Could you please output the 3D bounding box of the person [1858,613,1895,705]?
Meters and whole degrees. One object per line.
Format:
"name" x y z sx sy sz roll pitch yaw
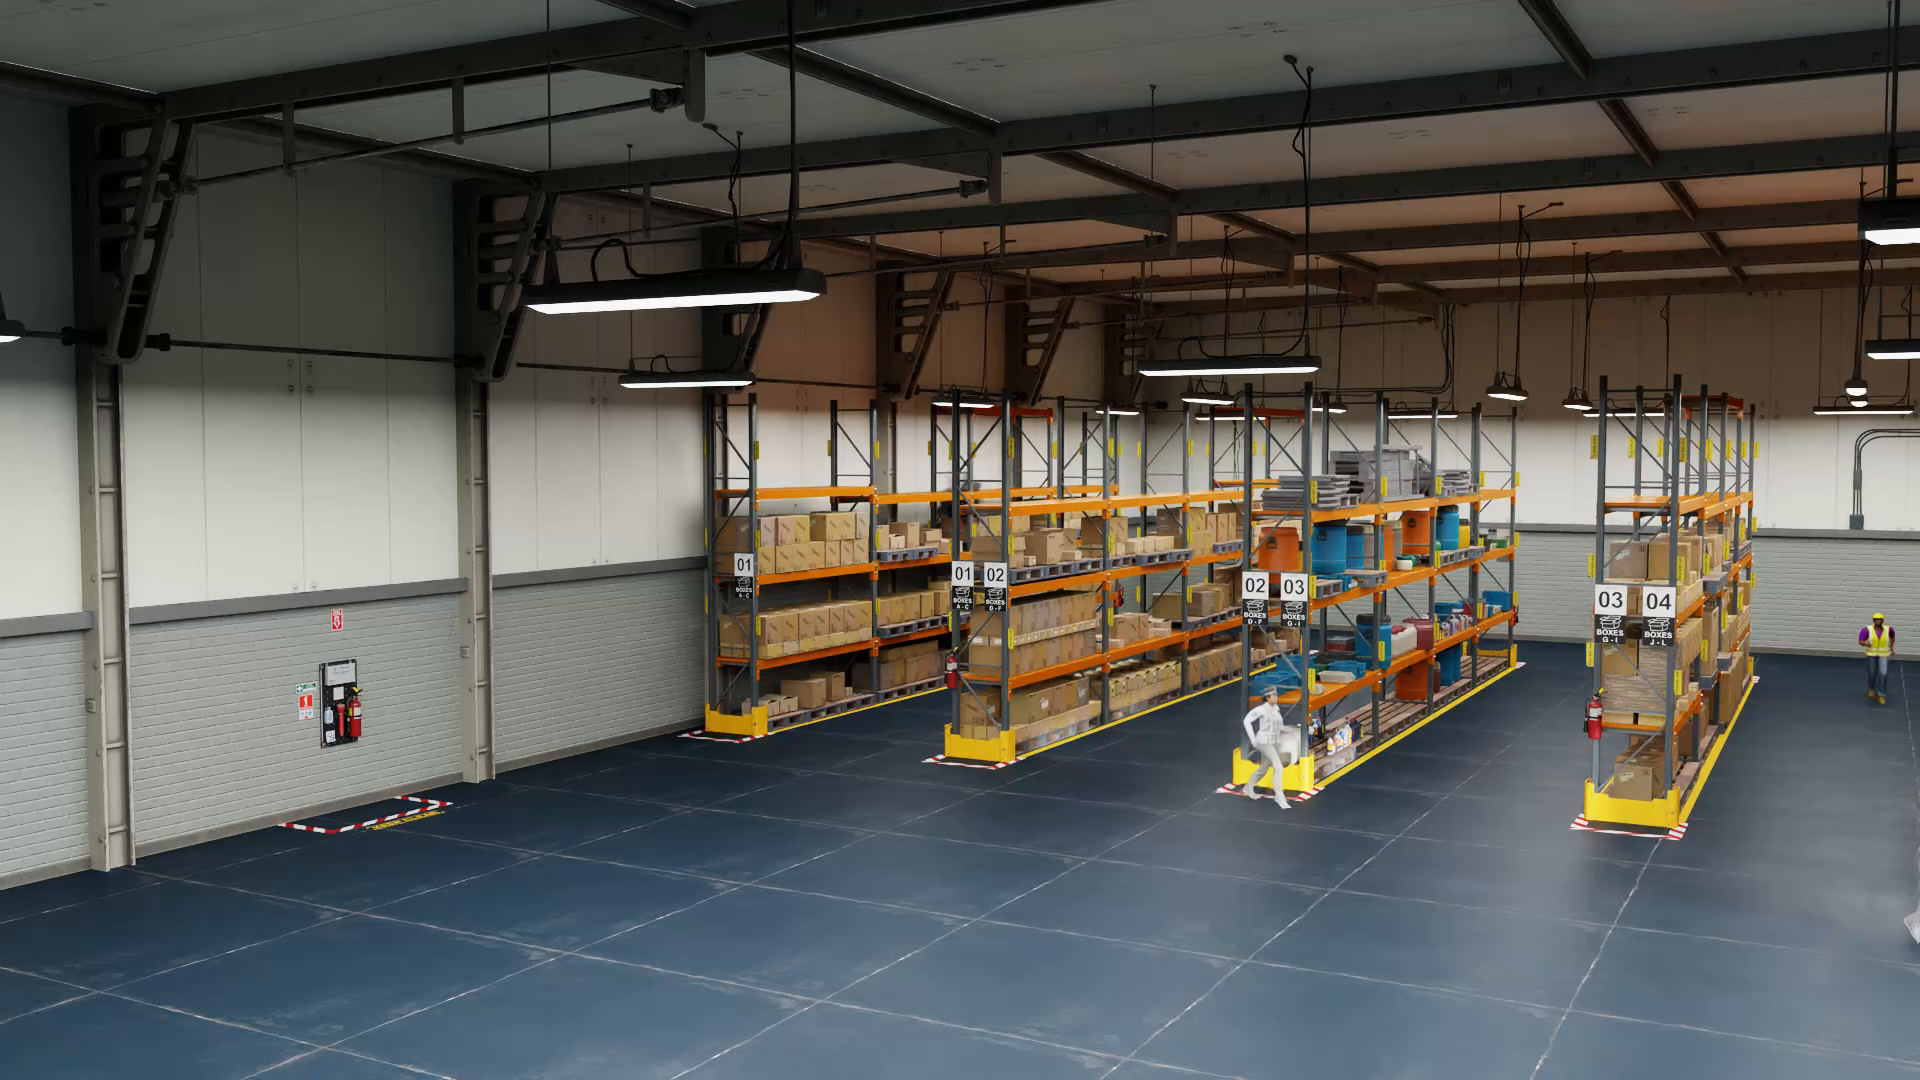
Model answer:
"person" 18.206 2.325 33.039 0.640 1.796 0.890 2 3 28

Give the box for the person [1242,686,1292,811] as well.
"person" 4.332 2.895 23.400 0.835 1.720 0.628 3 4 39

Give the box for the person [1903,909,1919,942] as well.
"person" 9.822 3.277 16.392 0.600 1.714 0.970 -2 4 -30
